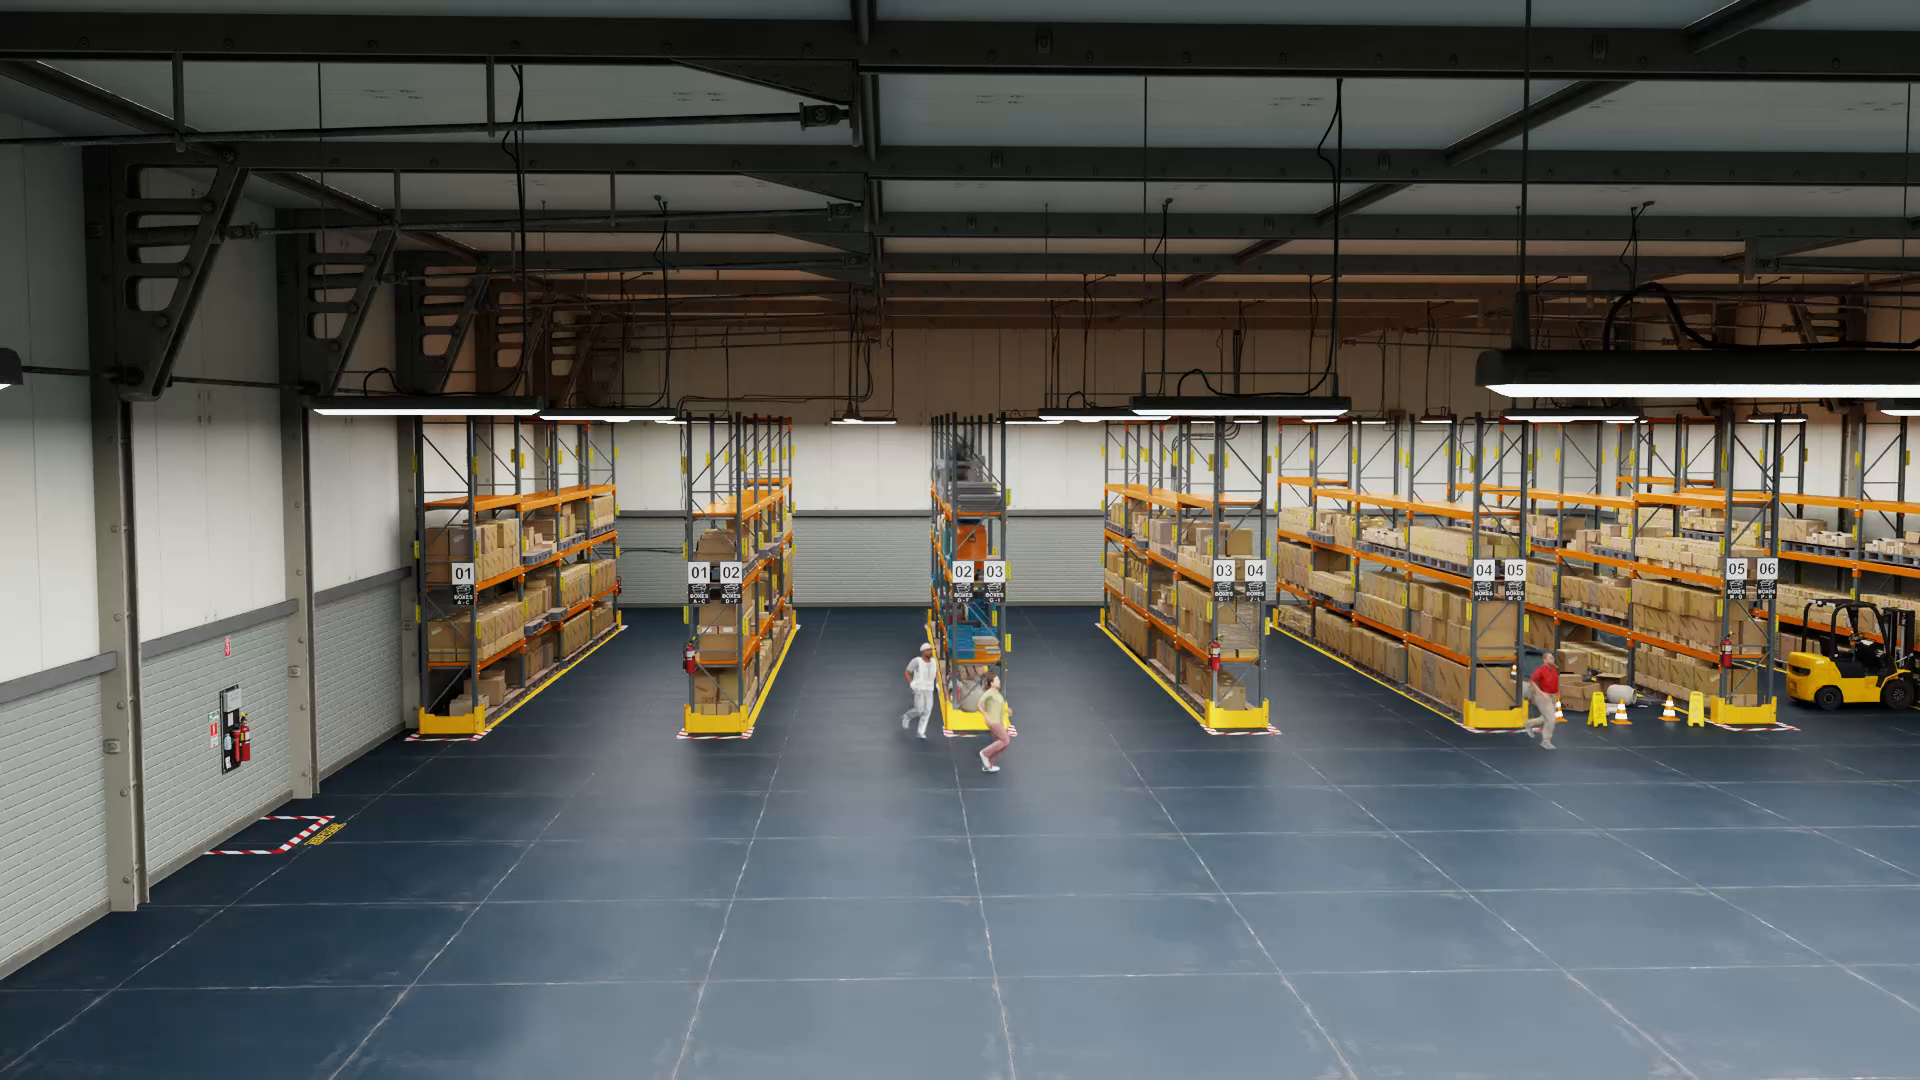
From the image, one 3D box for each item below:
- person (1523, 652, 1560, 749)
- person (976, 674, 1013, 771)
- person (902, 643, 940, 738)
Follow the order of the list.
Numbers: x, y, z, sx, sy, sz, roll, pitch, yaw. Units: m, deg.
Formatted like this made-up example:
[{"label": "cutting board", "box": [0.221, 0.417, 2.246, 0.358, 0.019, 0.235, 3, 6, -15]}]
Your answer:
[{"label": "person", "box": [10.430, 2.861, 29.797, 0.670, 1.729, 0.696, -3, 5, -40]}, {"label": "person", "box": [0.605, 3.026, 27.544, 0.537, 1.623, 0.567, 1, 4, 20]}, {"label": "person", "box": [-0.660, 2.770, 30.787, 0.734, 1.716, 0.726, -3, 5, -33]}]
